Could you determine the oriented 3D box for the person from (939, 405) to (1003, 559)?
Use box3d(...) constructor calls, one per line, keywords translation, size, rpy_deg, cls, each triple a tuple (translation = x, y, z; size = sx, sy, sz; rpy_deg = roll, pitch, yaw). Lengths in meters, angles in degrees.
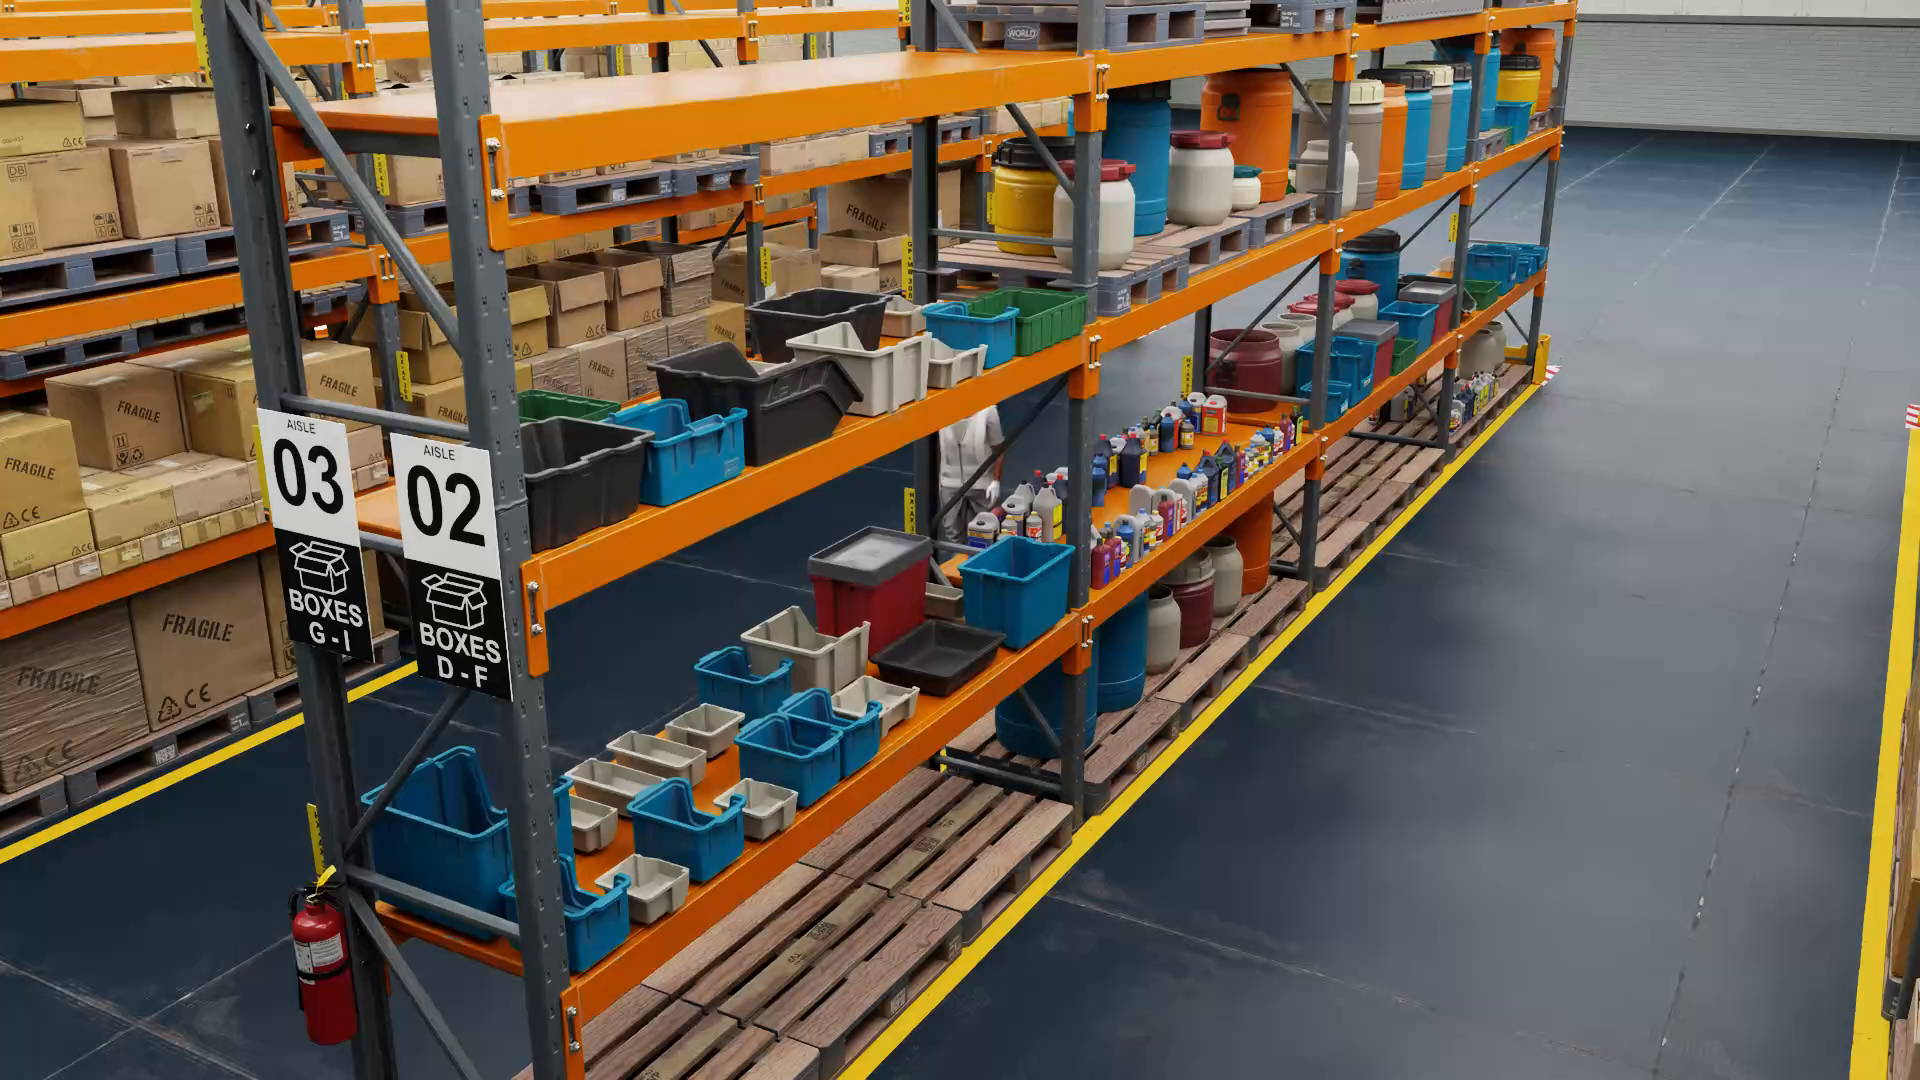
box3d(translation=(0.056, -0.458, 12.256), size=(0.558, 1.724, 0.599), rpy_deg=(4, 20, 10), cls="person")
